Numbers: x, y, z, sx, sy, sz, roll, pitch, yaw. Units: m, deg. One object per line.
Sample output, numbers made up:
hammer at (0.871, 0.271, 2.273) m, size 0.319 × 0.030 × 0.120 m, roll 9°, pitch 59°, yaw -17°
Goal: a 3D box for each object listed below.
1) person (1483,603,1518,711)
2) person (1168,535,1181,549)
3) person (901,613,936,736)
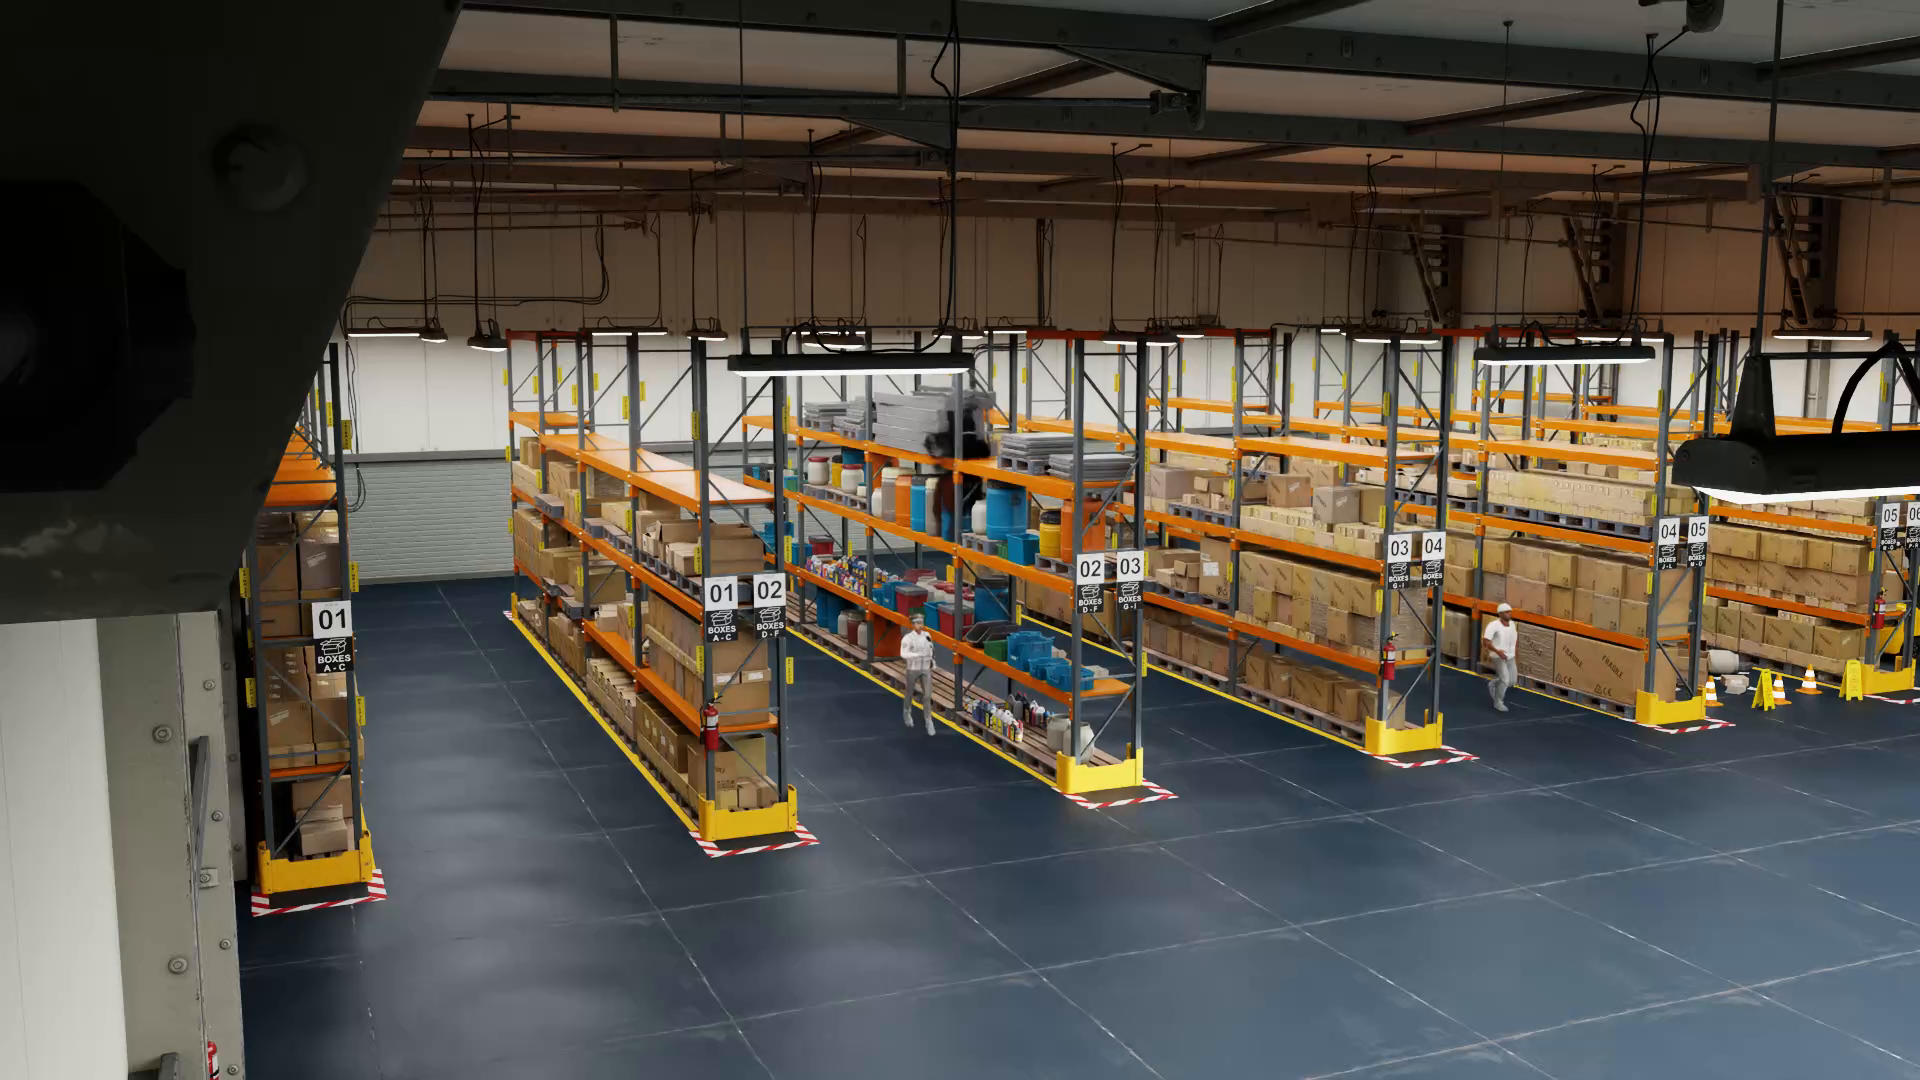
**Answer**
person at (8.688, 1.860, 26.705) m, size 0.728 × 1.726 × 0.614 m, roll -4°, pitch 9°, yaw -28°
person at (5.356, -0.188, 41.669) m, size 0.676 × 1.723 × 0.730 m, roll 3°, pitch 8°, yaw 19°
person at (-0.595, 1.910, 24.109) m, size 0.598 × 1.721 × 0.821 m, roll -3°, pitch 8°, yaw -22°
